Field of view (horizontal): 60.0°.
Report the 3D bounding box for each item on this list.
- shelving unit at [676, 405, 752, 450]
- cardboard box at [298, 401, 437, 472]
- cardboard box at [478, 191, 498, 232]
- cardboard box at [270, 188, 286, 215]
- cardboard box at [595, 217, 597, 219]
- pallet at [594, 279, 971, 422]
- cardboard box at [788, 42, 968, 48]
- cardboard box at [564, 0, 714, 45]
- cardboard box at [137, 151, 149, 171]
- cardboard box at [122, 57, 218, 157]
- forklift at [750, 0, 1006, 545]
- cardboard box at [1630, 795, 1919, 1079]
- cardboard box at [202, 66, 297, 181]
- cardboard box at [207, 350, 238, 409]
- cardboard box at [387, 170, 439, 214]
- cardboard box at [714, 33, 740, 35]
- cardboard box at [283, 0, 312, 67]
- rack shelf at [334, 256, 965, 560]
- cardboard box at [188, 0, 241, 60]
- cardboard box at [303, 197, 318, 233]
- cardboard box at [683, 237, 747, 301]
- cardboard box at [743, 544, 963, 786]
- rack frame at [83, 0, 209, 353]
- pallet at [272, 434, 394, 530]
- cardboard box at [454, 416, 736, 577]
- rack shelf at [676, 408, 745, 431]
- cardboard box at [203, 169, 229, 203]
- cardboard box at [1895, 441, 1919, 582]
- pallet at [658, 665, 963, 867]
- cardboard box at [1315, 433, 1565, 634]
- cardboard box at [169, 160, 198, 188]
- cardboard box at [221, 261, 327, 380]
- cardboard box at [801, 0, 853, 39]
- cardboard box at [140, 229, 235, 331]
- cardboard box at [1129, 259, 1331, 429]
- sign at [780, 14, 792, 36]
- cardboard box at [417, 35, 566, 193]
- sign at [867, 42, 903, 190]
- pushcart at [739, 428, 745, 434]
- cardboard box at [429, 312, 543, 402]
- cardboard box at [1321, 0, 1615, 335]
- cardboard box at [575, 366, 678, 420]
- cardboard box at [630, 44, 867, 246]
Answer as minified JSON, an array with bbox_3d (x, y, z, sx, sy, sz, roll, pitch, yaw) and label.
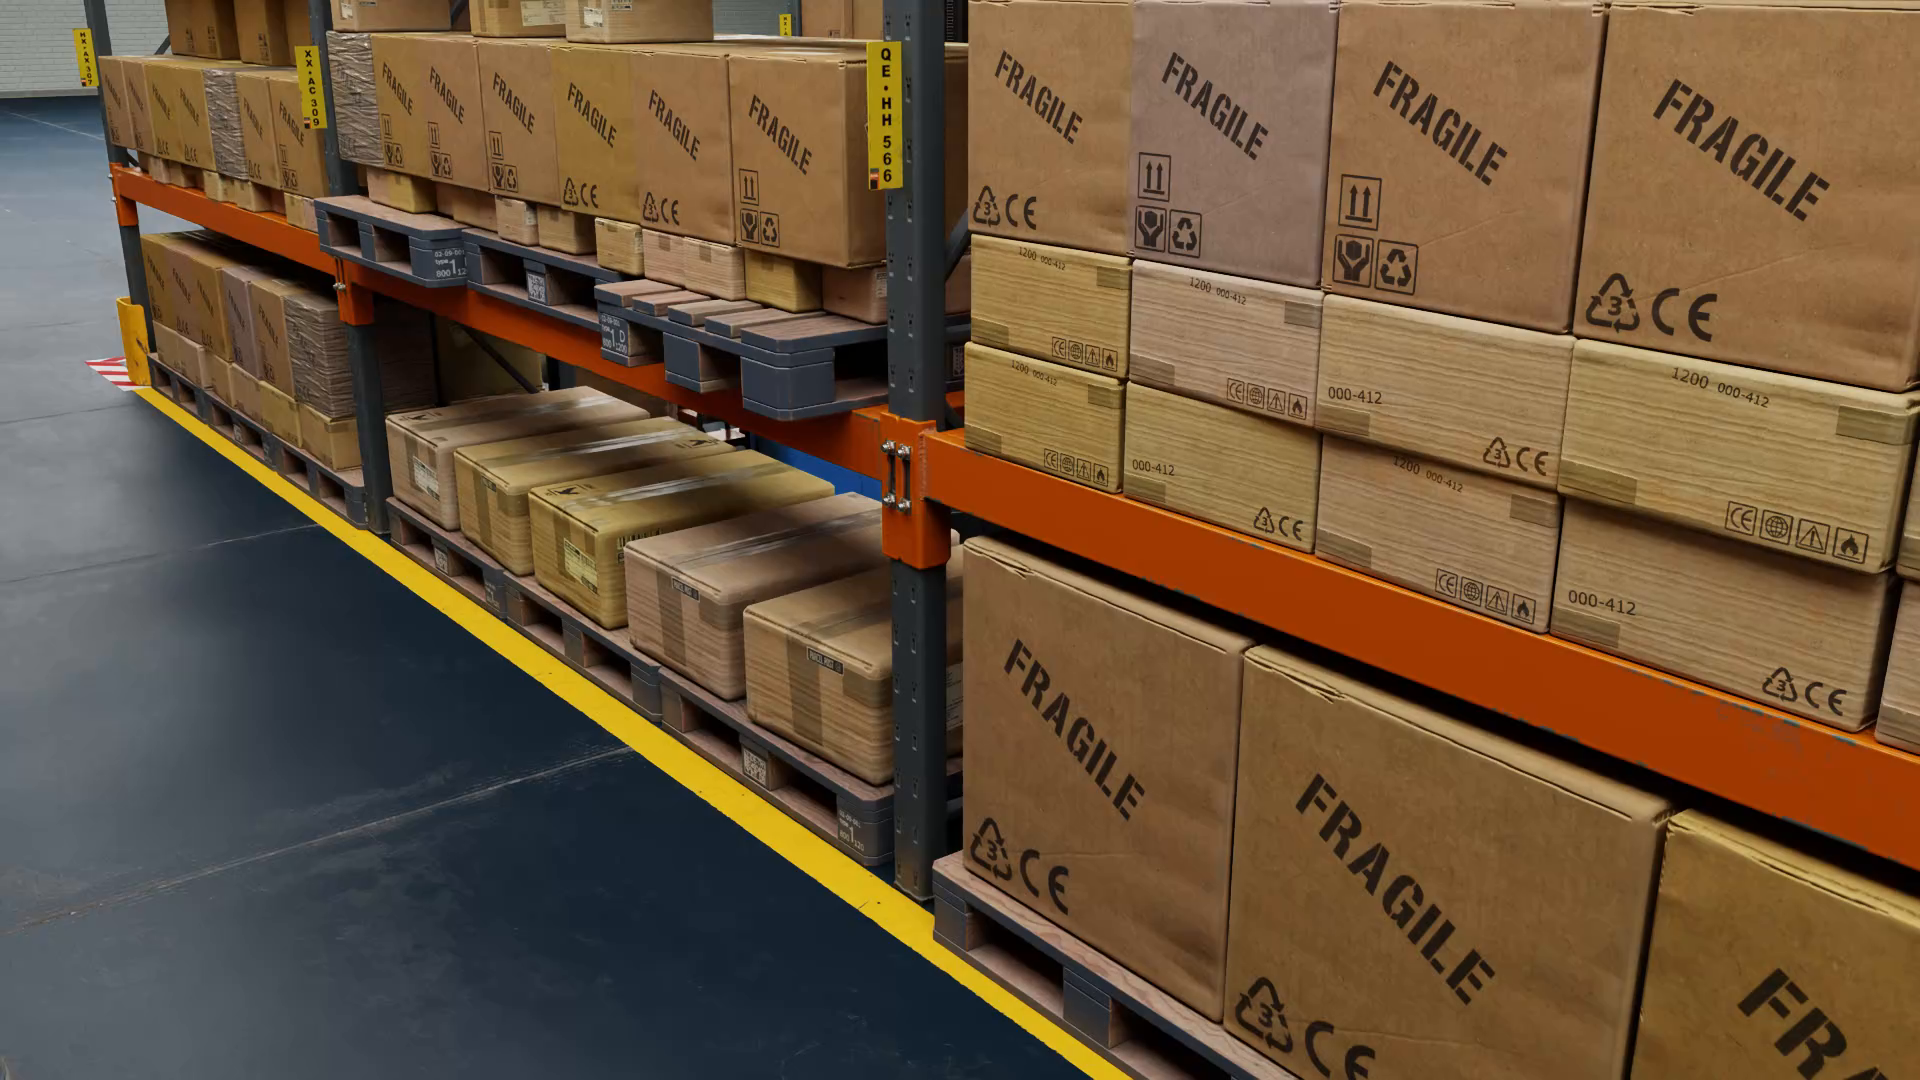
[{"bbox_3d":[-1.058,-0.559,7.119,0.258,1.200,0.189,-13,21,-33],"label":"shelving unit"},{"bbox_3d":[-2.810,-0.536,7.916,0.500,0.250,0.500,-13,22,-34],"label":"cardboard box"},{"bbox_3d":[-1.474,-1.180,5.886,0.380,0.149,0.250,-14,23,-36],"label":"cardboard box"},{"bbox_3d":[-3.075,-1.653,7.983,0.380,0.149,0.250,-14,23,-37],"label":"cardboard box"},{"bbox_3d":[-0.940,-0.999,5.338,0.380,0.149,0.250,-14,23,-36],"label":"cardboard box"},{"bbox_3d":[-0.275,-0.627,4.790,1.213,0.211,1.003,-14,23,-36],"label":"pallet"},{"bbox_3d":[-0.176,-1.234,5.018,0.500,0.500,0.500,-13,22,-33],"label":"cardboard box"},{"bbox_3d":[-0.986,-1.607,5.113,0.380,0.149,0.250,-15,24,-39],"label":"cardboard box"},{"bbox_3d":[-4.667,-2.291,9.910,0.380,0.149,0.250,-14,23,-36],"label":"cardboard box"},{"bbox_3d":[-4.315,-2.425,9.283,0.500,0.500,0.500,-13,22,-34],"label":"cardboard box"},{"bbox_3d":[0.606,-1.436,7.036,3.031,2.935,1.130,-4,19,-12],"label":"forklift"},{"bbox_3d":[1.720,0.873,2.665,0.875,0.875,0.875,-13,22,-35],"label":"cardboard box"},{"bbox_3d":[-3.354,-2.051,8.153,0.500,0.500,0.500,-13,22,-35],"label":"cardboard box"},{"bbox_3d":[-3.772,-0.917,9.065,0.500,0.250,0.500,-12,22,-32],"label":"cardboard box"},{"bbox_3d":[-1.989,-1.368,6.453,0.380,0.149,0.250,-13,23,-35],"label":"cardboard box"},{"bbox_3d":[-1.141,-1.618,6.176,0.500,0.500,0.500,-13,22,-34],"label":"cardboard box"},{"bbox_3d":[-2.926,-2.622,8.287,0.700,0.500,0.500,-15,23,-37],"label":"cardboard box"},{"bbox_3d":[-0.990,-0.715,5.893,1.077,0.370,4.000,-14,23,-36],"label":"rack shelf"},{"bbox_3d":[-3.919,-2.988,9.393,0.700,0.500,0.500,-14,23,-36],"label":"cardboard box"},{"bbox_3d":[-2.671,-1.449,7.367,0.380,0.149,0.250,-14,23,-37],"label":"cardboard box"},{"bbox_3d":[-0.551,-0.784,4.688,0.380,0.149,0.250,-14,23,-37],"label":"cardboard box"},{"bbox_3d":[-0.092,0.344,5.065,0.950,0.372,0.625,-16,24,-40],"label":"cardboard box"},{"bbox_3d":[-4.716,-2.535,10.245,1.000,3.000,0.127,-14,23,-36],"label":"rack frame"},{"bbox_3d":[-2.677,-0.384,8.186,1.003,0.211,1.213,-14,23,-36],"label":"pallet"},{"bbox_3d":[-1.456,-0.196,6.694,0.950,0.372,0.625,-12,22,-33],"label":"cardboard box"},{"bbox_3d":[-1.057,-0.516,7.133,0.258,0.103,0.180,-13,21,-33],"label":"rack shelf"},{"bbox_3d":[-3.628,-1.824,8.500,0.380,0.149,0.250,-14,23,-36],"label":"cardboard box"},{"bbox_3d":[1.628,-0.053,2.194,0.500,0.250,0.500,-13,23,-35],"label":"cardboard box"},{"bbox_3d":[-0.233,0.568,5.313,1.003,0.211,1.213,-14,23,-36],"label":"pallet"},{"bbox_3d":[1.012,-0.069,3.037,0.500,0.250,0.500,-13,22,-34],"label":"cardboard box"},{"bbox_3d":[-4.090,-2.022,9.096,0.380,0.149,0.250,-13,22,-35],"label":"cardboard box"},{"bbox_3d":[-3.445,-1.143,8.555,0.500,0.500,0.500,-13,22,-33],"label":"cardboard box"},{"bbox_3d":[-0.698,-4.010,12.746,0.875,0.550,0.550,-14,23,-36],"label":"cardboard box"},{"bbox_3d":[-4.416,-1.526,9.713,0.500,0.500,0.500,-15,23,-38],"label":"cardboard box"},{"bbox_3d":[0.692,-0.429,3.329,0.500,0.250,0.500,-13,23,-35],"label":"cardboard box"},{"bbox_3d":[-1.337,-3.867,12.767,0.100,0.325,0.005,-14,23,-36],"label":"sign"},{"bbox_3d":[-1.558,-1.518,5.874,0.500,0.500,0.500,-14,23,-36],"label":"cardboard box"},{"bbox_3d":[-0.168,-0.967,3.795,0.100,0.325,0.005,-14,23,-36],"label":"sign"},{"bbox_3d":[-0.476,-0.761,9.062,0.936,0.377,1.648,11,21,30],"label":"pushcart"},{"bbox_3d":[-2.387,-0.997,8.115,0.500,0.500,0.500,-13,22,-34],"label":"cardboard box"},{"bbox_3d":[0.991,-0.665,2.850,0.500,0.500,0.500,-13,22,-35],"label":"cardboard box"},{"bbox_3d":[-1.831,-0.893,9.260,0.500,0.500,0.500,1,18,2],"label":"cardboard box"},{"bbox_3d":[-0.578,-1.134,4.716,0.500,0.500,0.500,-14,23,-37],"label":"cardboard box"}]
